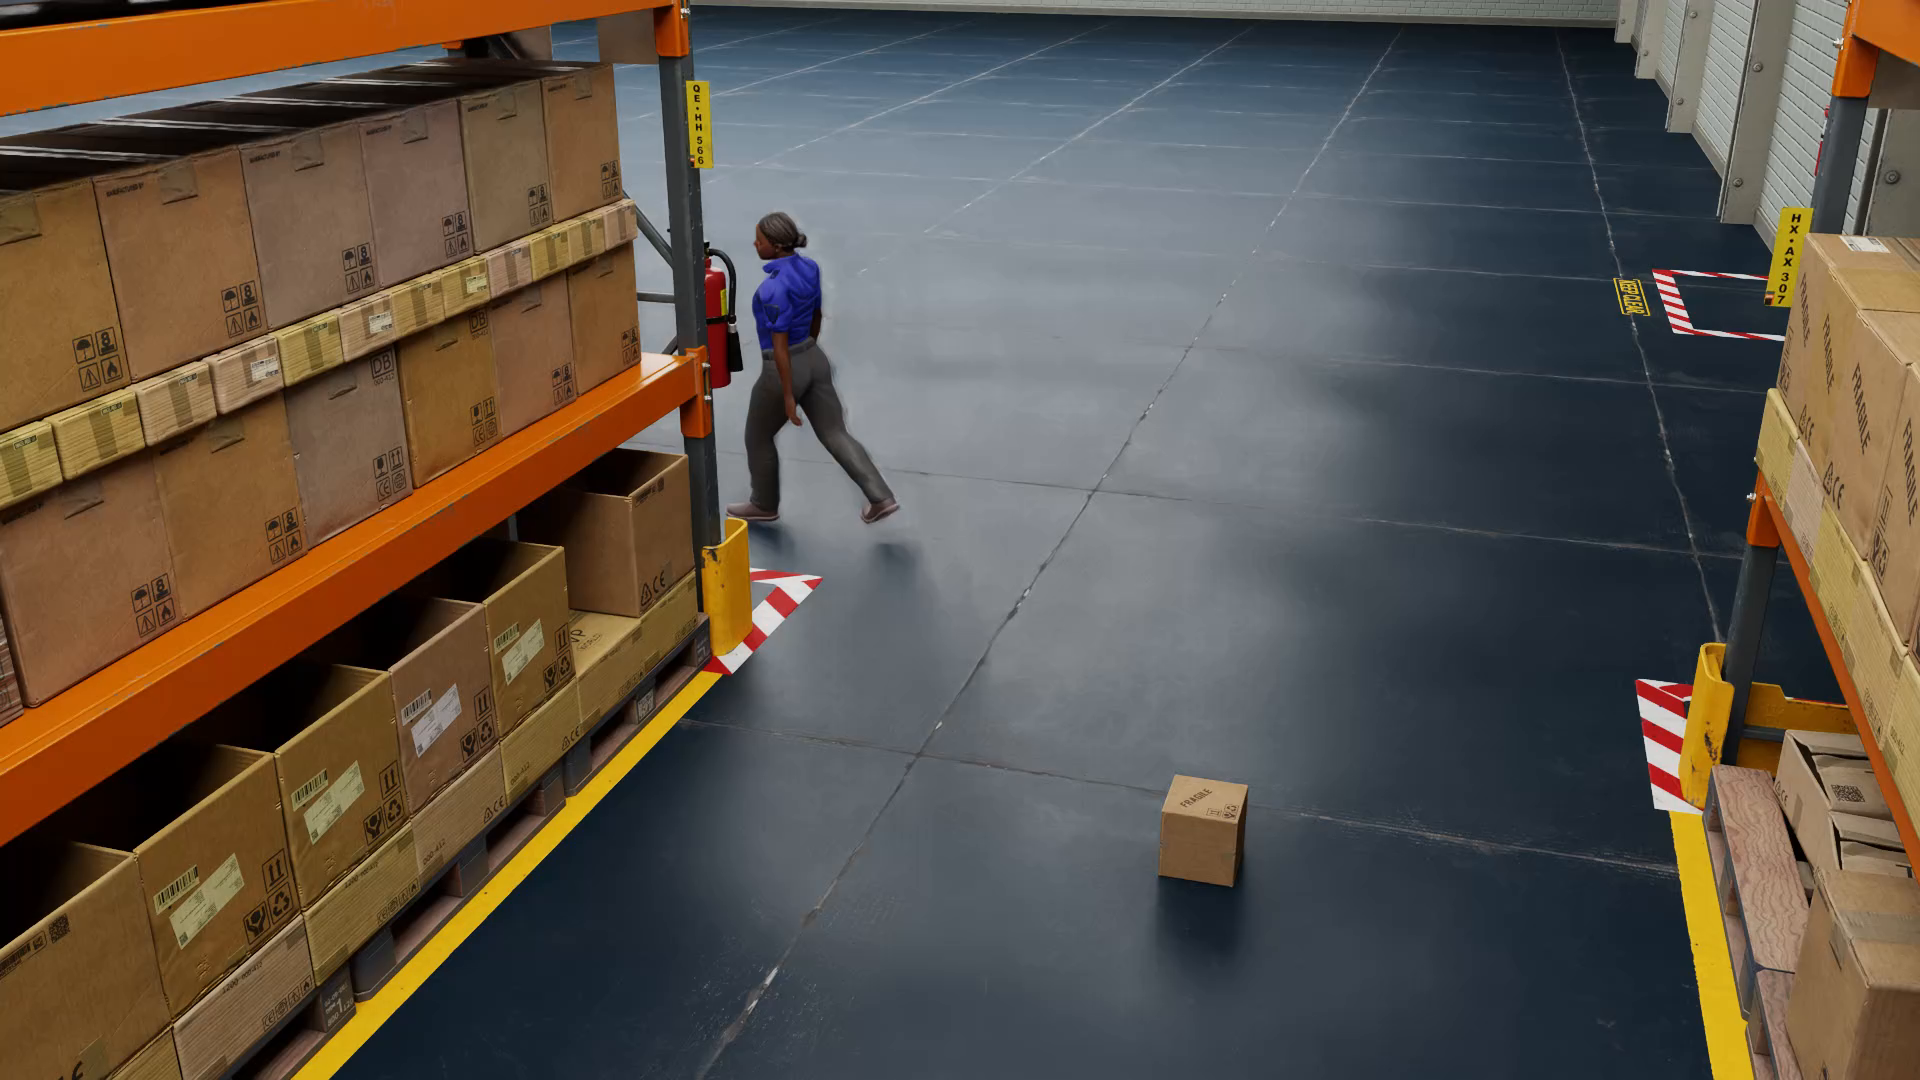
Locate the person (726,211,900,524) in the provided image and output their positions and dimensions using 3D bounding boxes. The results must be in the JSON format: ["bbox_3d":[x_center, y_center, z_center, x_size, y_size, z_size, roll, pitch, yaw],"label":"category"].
[{"bbox_3d":[-0.765,-0.805,8.080,0.955,1.613,0.524,12,25,28],"label":"person"}]
